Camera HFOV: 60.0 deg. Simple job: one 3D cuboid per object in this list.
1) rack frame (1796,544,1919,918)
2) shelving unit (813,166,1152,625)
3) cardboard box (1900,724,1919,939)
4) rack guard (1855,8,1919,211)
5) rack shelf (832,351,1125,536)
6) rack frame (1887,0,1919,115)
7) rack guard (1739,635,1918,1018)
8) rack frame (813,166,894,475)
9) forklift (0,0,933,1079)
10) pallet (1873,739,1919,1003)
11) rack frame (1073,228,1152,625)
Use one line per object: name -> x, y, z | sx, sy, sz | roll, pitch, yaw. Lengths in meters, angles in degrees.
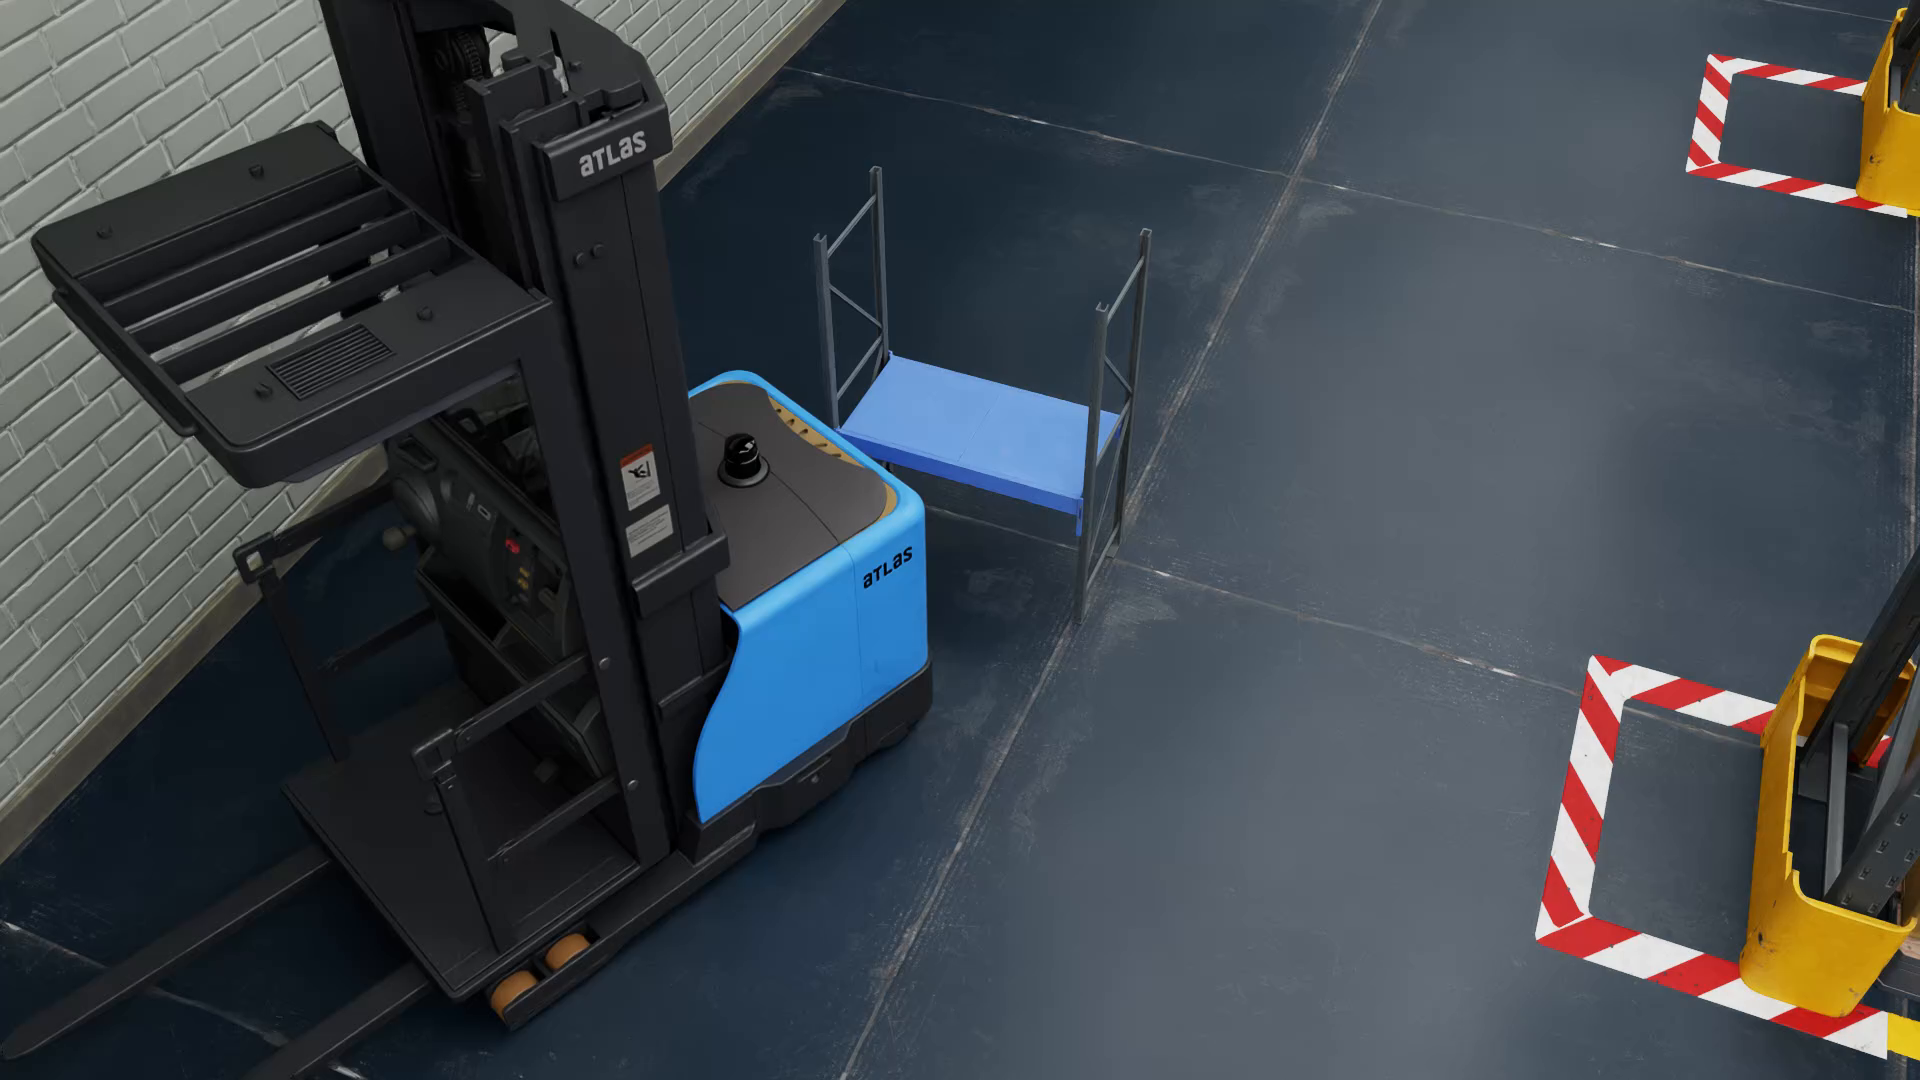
rack frame -> 2.891, 0.036, 4.587 | 0.127, 3.000, 1.000 | 16, 47, 16
shelving unit -> 0.079, -0.509, 6.198 | 1.048, 1.500, 0.538 | 16, 47, 16
cardboard box -> 3.512, 0.762, 5.066 | 0.875, 0.875, 0.875 | 16, 47, 16
rack guard -> 4.964, -2.258, 8.665 | 0.348, 0.500, 1.175 | 16, 47, 16
rack shelf -> 0.079, -0.381, 6.325 | 1.000, 0.185, 0.538 | 16, 47, 16
rack frame -> 4.894, -3.165, 7.805 | 0.127, 3.000, 1.000 | 16, 47, 16
rack guard -> 2.869, 0.916, 5.475 | 0.348, 0.500, 1.175 | 16, 47, 16
rack frame -> -0.390, -0.647, 6.336 | 0.032, 1.500, 0.500 | 16, 47, 16
forklift -> -1.516, 0.059, 4.613 | 3.031, 2.935, 1.130 | -34, 54, -29
pallet -> 3.659, 1.191, 5.404 | 1.213, 0.211, 1.003 | 16, 47, 16
rack frame -> 0.548, -0.370, 6.059 | 0.032, 1.500, 0.500 | 16, 47, 16
